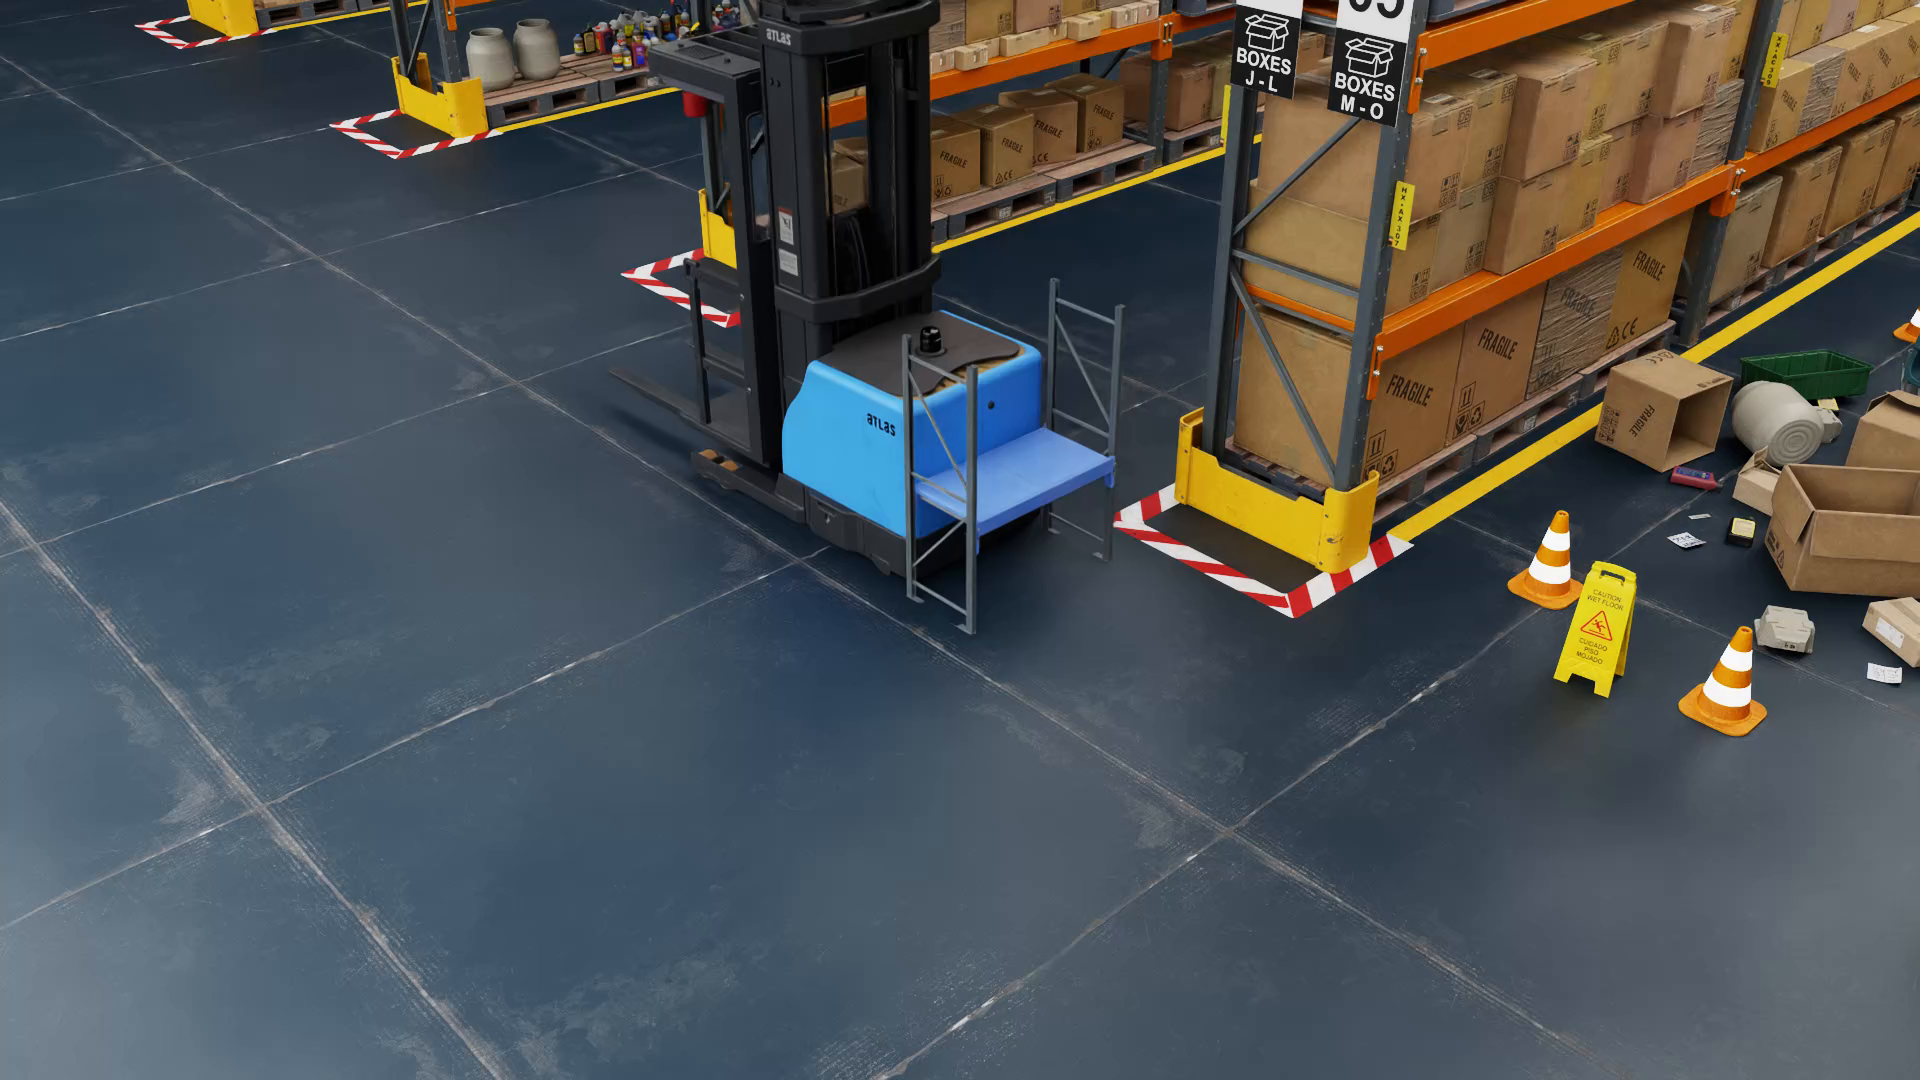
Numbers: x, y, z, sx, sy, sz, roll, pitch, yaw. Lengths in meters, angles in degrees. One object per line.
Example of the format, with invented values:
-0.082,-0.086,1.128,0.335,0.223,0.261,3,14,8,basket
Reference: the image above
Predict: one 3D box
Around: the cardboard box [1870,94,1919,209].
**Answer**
7.116,-3.251,13.446,0.750,0.750,1.050,-26,40,-36,cardboard box

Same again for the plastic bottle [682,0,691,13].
-2.849,-5.553,17.573,0.185,0.351,0.144,-25,39,-34,plastic bottle

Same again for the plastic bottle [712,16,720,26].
-2.512,-5.289,17.214,0.135,0.276,0.152,-26,40,-35,plastic bottle

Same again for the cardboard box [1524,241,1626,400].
3.523,-1.550,10.544,0.875,0.875,0.875,-25,40,-35,cardboard box

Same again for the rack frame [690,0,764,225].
-1.541,-3.309,11.786,0.127,3.000,1.000,-26,40,-35,rack frame

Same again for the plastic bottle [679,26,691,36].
-2.751,-5.071,16.857,0.135,0.276,0.152,-25,39,-35,plastic bottle

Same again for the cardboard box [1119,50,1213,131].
1.857,-4.059,14.987,0.700,0.500,0.500,26,40,35,cardboard box

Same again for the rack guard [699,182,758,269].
-1.485,-2.270,12.483,0.348,0.500,1.175,-26,40,-35,rack guard

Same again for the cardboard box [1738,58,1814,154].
5.259,-2.921,11.056,0.500,0.500,0.500,-25,40,-35,cardboard box

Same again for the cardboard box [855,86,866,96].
-0.780,-3.376,12.137,0.250,0.149,0.380,-26,40,-35,cardboard box

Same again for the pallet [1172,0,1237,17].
2.052,-4.862,14.509,1.213,0.211,1.003,-26,40,-35,pallet

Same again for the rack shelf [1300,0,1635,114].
3.224,-3.058,9.190,4.000,0.370,1.077,-26,40,-35,rack shelf

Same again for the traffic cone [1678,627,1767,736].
3.631,0.614,7.802,0.334,0.463,0.336,-26,40,-35,traffic cone

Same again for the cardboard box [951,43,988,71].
-0.004,-3.707,12.678,0.250,0.149,0.380,-26,40,-35,cardboard box

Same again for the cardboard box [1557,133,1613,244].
3.244,-2.147,9.742,0.500,0.550,0.875,-26,40,-35,cardboard box

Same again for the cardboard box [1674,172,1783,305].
5.085,-2.269,11.839,0.750,0.750,1.050,-26,40,-36,cardboard box

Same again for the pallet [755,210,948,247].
-0.865,-2.421,13.007,1.213,0.211,1.003,-26,40,-35,pallet

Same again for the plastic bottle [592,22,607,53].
-3.656,-5.128,16.949,0.135,0.276,0.152,-25,40,-35,plastic bottle

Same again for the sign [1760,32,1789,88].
5.069,-2.986,10.352,0.005,0.325,0.100,-26,40,-35,sign

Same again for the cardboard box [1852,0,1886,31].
6.168,-3.983,11.834,0.500,0.500,0.700,-26,40,-36,cardboard box

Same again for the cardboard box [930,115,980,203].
-0.185,-3.077,13.400,0.500,0.500,0.500,-22,38,-31,cardboard box

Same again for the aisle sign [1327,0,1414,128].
1.909,-2.345,7.718,0.004,0.787,0.394,-26,40,-35,aisle sign

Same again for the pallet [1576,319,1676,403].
4.080,-1.365,11.280,1.213,0.211,1.003,-26,40,-35,pallet

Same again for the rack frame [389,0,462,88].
-4.909,-5.204,14.885,0.127,3.000,1.000,-26,40,-35,rack frame

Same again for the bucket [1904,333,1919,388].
6.158,-1.116,9.881,0.620,0.611,0.726,-3,30,-25,bucket

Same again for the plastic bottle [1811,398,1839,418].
5.514,-0.866,10.607,0.133,0.061,0.283,9,33,15,plastic bottle

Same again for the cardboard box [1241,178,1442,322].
1.999,-1.589,8.829,0.550,0.550,0.875,-26,40,-35,cardboard box

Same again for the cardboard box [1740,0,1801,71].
5.051,-3.442,10.950,0.500,0.500,0.700,-27,40,-36,cardboard box

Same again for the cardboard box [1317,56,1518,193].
2.396,-2.248,8.872,0.550,0.550,0.875,-26,40,-35,cardboard box

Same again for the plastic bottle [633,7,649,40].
-3.300,-5.335,17.217,0.185,0.351,0.144,-26,40,-36,plastic bottle

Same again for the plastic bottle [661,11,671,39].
-3.070,-5.385,17.375,0.097,0.271,0.097,0,31,0,plastic bottle

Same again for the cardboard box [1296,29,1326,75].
3.039,-4.617,15.900,0.500,0.500,0.700,-22,38,-32,cardboard box

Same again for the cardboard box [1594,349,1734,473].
4.250,-0.786,10.054,0.500,0.500,0.500,-19,36,-28,cardboard box

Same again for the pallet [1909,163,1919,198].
8.198,-3.301,14.445,1.213,0.211,1.003,-26,40,-35,pallet

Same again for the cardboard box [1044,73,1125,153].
1.072,-3.714,14.442,0.500,0.500,0.500,-27,41,-37,cardboard box

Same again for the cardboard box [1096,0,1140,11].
1.020,-4.762,13.781,0.500,0.500,0.875,-26,40,-35,cardboard box

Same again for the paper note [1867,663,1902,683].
4.537,0.652,8.155,0.148,0.019,0.142,15,34,23,paper note

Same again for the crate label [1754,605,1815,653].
4.166,0.450,8.382,0.250,0.136,0.298,9,33,15,crate label

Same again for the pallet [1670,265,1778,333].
5.205,-1.908,12.167,1.213,0.211,1.003,-26,40,-35,pallet

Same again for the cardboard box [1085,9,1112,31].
1.021,-4.281,13.617,0.250,0.149,0.380,-26,40,-35,cardboard box

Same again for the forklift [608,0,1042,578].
-0.942,-1.715,9.245,1.130,2.935,3.031,-27,41,-37,forklift

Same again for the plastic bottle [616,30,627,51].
-3.456,-5.104,16.982,0.097,0.201,0.097,0,31,0,plastic bottle

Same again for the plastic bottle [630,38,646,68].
-3.189,-4.830,16.455,0.133,0.283,0.061,-25,39,-35,plastic bottle

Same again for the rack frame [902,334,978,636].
-0.098,-0.253,8.226,0.032,1.500,0.500,-26,40,-36,rack frame

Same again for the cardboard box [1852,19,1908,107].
6.370,-3.457,11.932,0.500,0.500,0.500,-25,39,-35,cardboard box

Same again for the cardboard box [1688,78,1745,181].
4.428,-2.723,10.684,0.550,0.550,0.875,-26,40,-35,cardboard box

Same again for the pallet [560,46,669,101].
-3.391,-4.776,16.858,1.213,0.211,1.003,-26,40,-35,pallet

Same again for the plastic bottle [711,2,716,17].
-2.653,-5.541,17.618,0.133,0.283,0.061,-26,40,-35,plastic bottle

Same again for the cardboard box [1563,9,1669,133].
3.583,-2.823,9.813,0.550,0.550,0.875,-26,40,-35,cardboard box

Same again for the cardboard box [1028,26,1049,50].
0.484,-4.008,13.170,0.250,0.149,0.380,-26,40,-35,cardboard box

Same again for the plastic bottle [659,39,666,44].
-2.970,-4.914,16.671,0.097,0.201,0.097,0,31,0,plastic bottle

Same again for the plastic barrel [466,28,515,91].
-4.478,-4.584,15.854,0.421,0.512,0.421,0,31,0,plastic barrel

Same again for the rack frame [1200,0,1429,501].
1.757,-1.376,8.625,0.127,3.000,1.000,-26,40,-35,rack frame

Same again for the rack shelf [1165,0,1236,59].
2.859,-5.130,15.454,4.000,0.370,1.077,-26,40,-35,rack shelf

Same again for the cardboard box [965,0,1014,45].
-0.063,-4.220,12.895,0.500,0.500,0.875,-26,40,-35,cardboard box

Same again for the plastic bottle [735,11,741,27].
-2.252,-5.342,17.228,0.185,0.351,0.144,-27,41,-37,plastic bottle

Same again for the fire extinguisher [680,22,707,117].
-1.938,-3.412,12.028,0.183,0.674,0.296,-26,40,-35,fire extinguisher

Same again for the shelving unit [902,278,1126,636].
0.273,-0.434,8.522,1.048,1.500,0.538,-26,40,-36,shelving unit
